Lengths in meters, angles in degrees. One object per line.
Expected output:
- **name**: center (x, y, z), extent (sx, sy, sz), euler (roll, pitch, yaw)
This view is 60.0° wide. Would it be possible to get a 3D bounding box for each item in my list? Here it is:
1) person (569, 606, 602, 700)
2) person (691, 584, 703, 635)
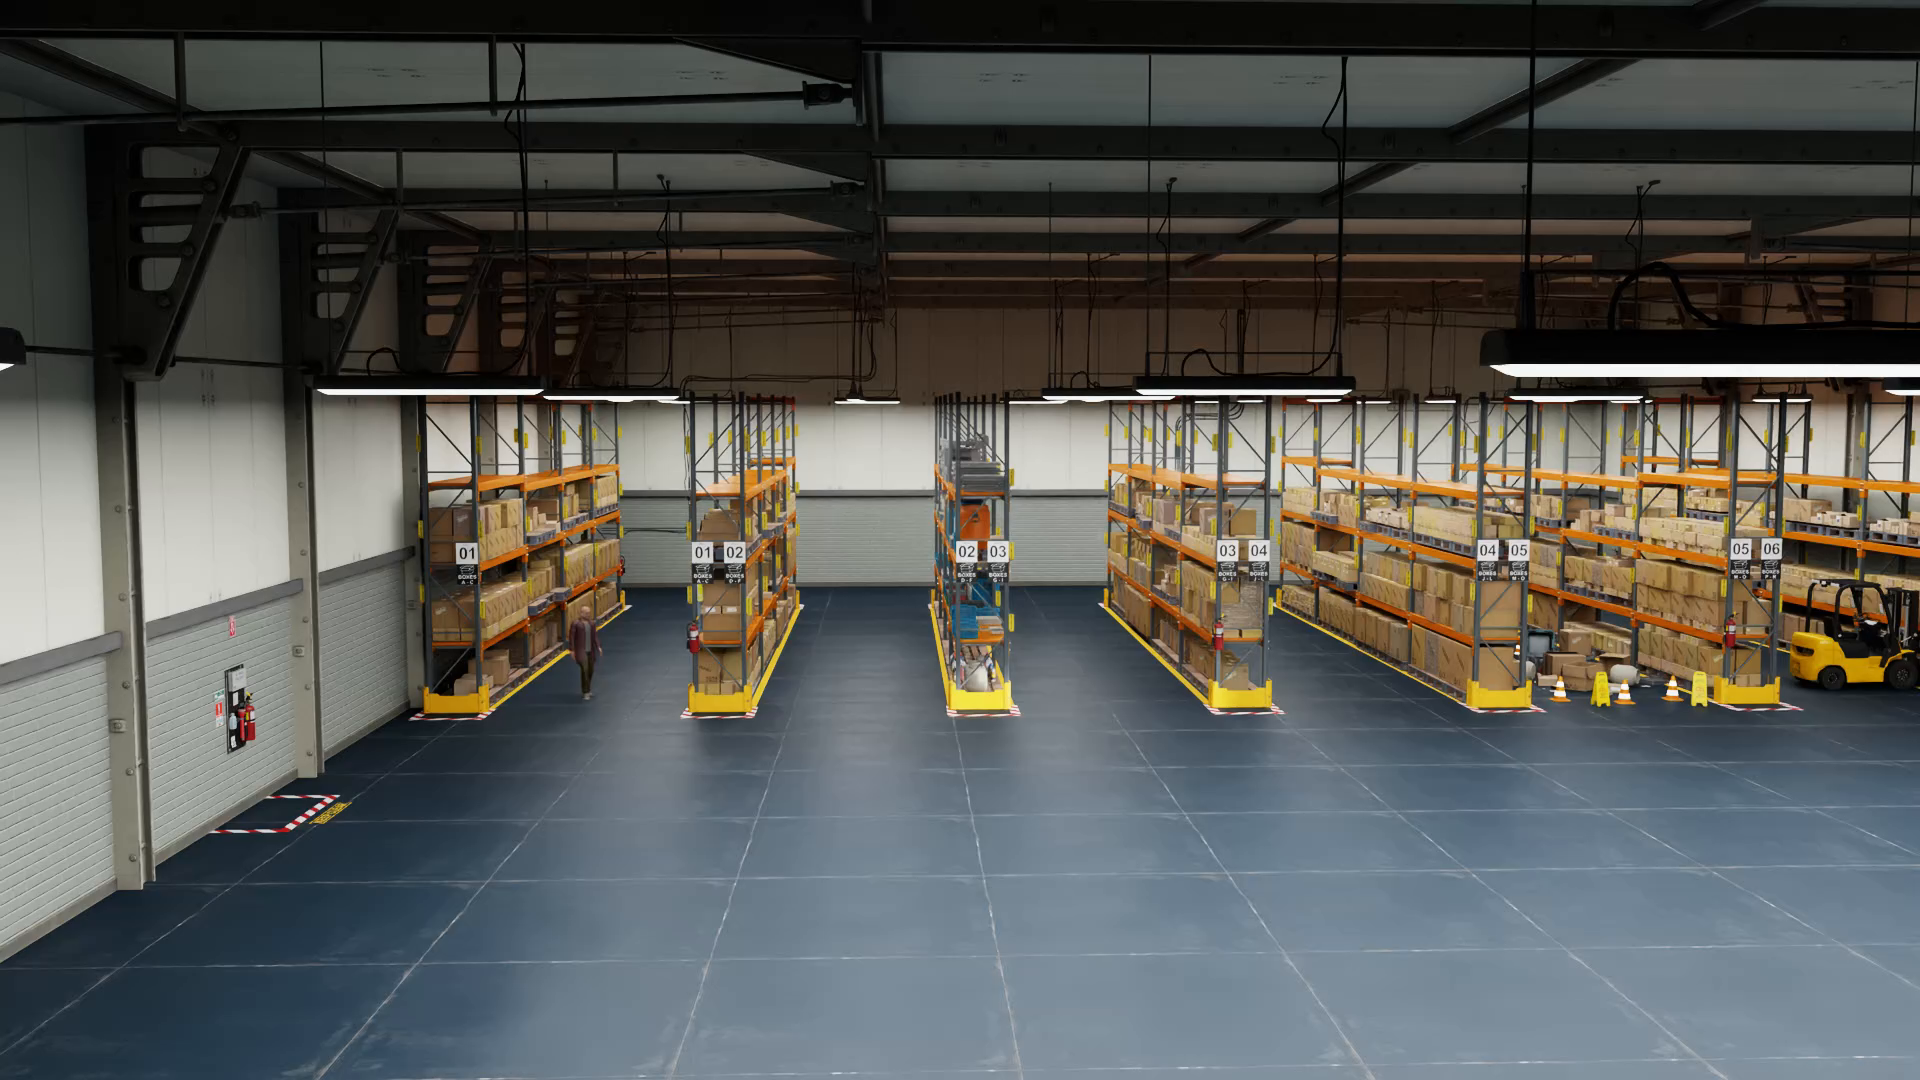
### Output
- **person**: center (-7.353, 2.242, 32.782), extent (0.647, 1.827, 0.612), euler (4, 6, 43)
- **person**: center (-6.416, 1.526, 41.560), extent (0.658, 1.711, 1.081), euler (0, 5, -5)
